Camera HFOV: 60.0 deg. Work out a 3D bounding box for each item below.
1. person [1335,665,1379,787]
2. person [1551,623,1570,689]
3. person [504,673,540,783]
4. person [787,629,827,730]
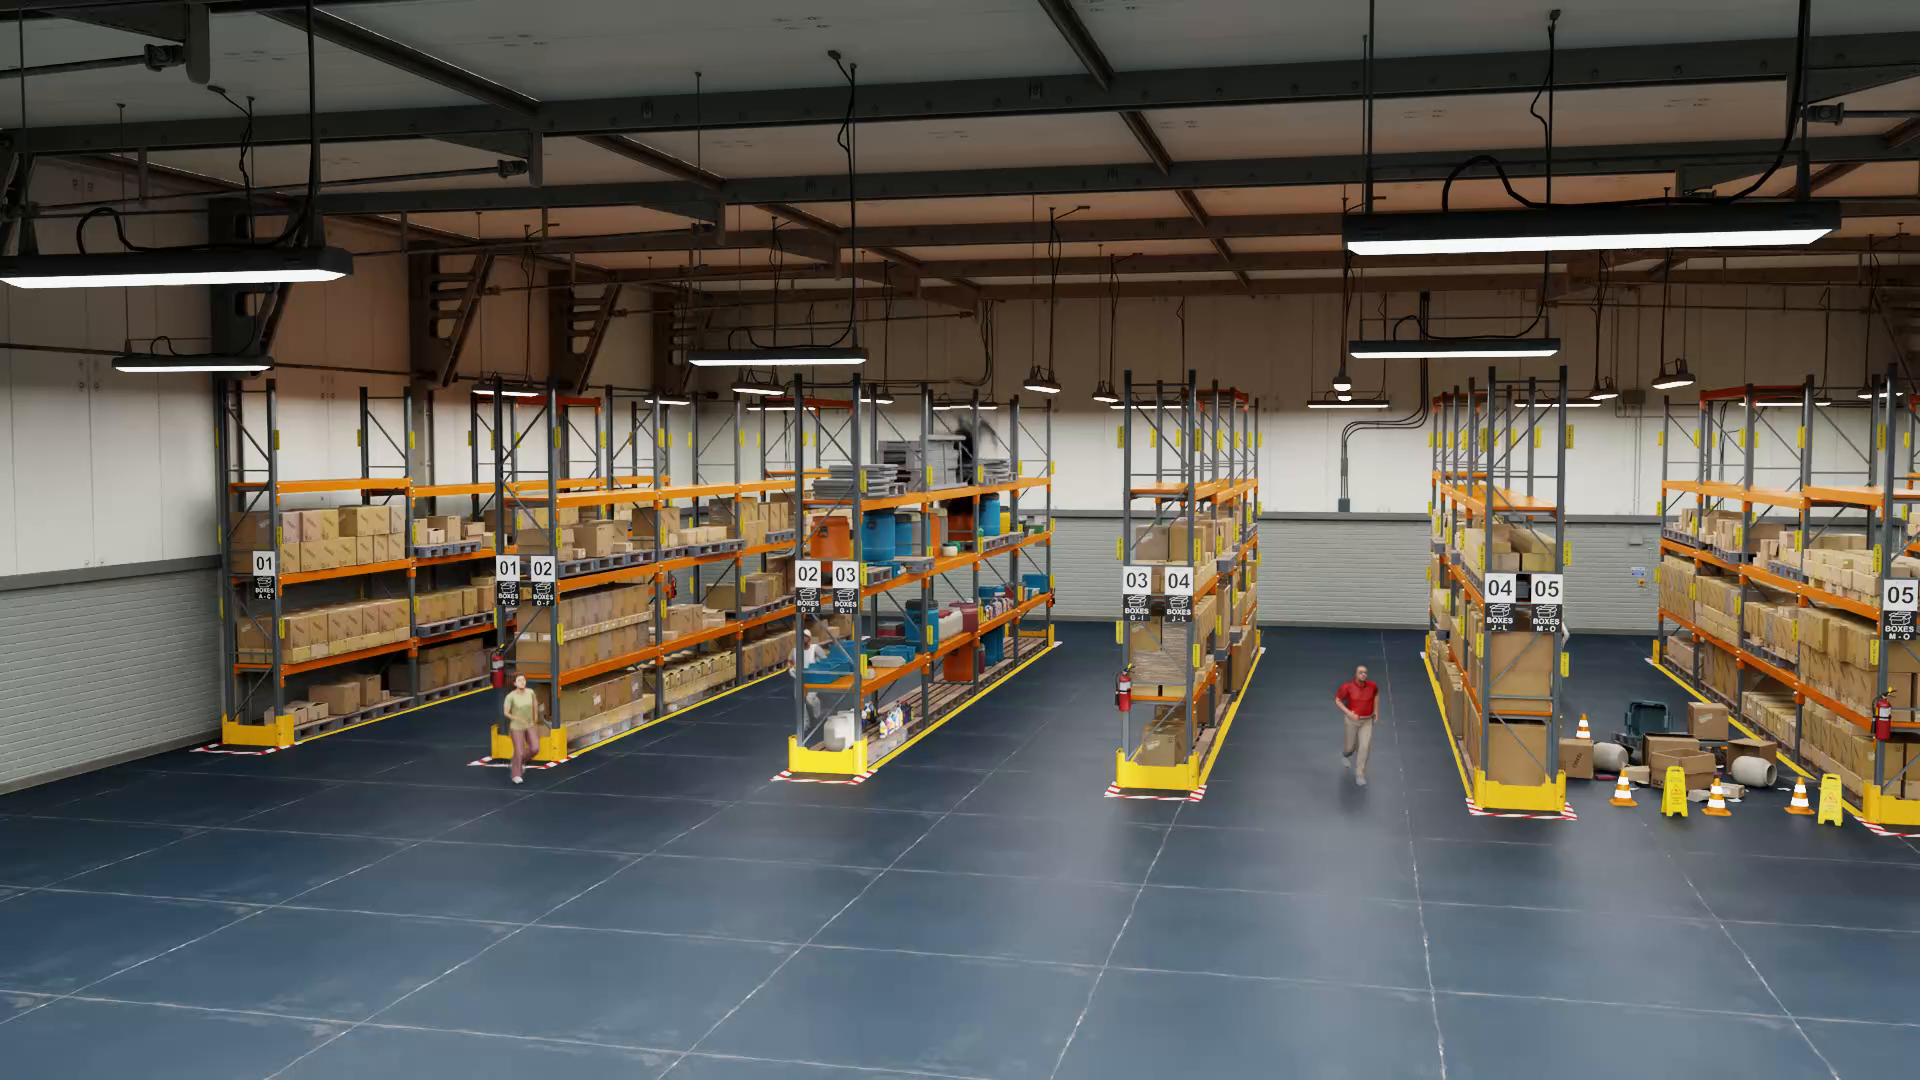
[{"bbox_3d":[5.854,2.691,24.476,0.686,1.723,0.949,0,3,-4],"label":"person"},{"bbox_3d":[11.844,2.170,33.262,0.624,1.692,0.707,1,4,14],"label":"person"},{"bbox_3d":[-6.346,2.736,24.183,0.599,1.622,0.612,-3,4,-39],"label":"person"},{"bbox_3d":[-2.659,2.413,28.848,0.729,1.738,0.598,1,3,11],"label":"person"}]
